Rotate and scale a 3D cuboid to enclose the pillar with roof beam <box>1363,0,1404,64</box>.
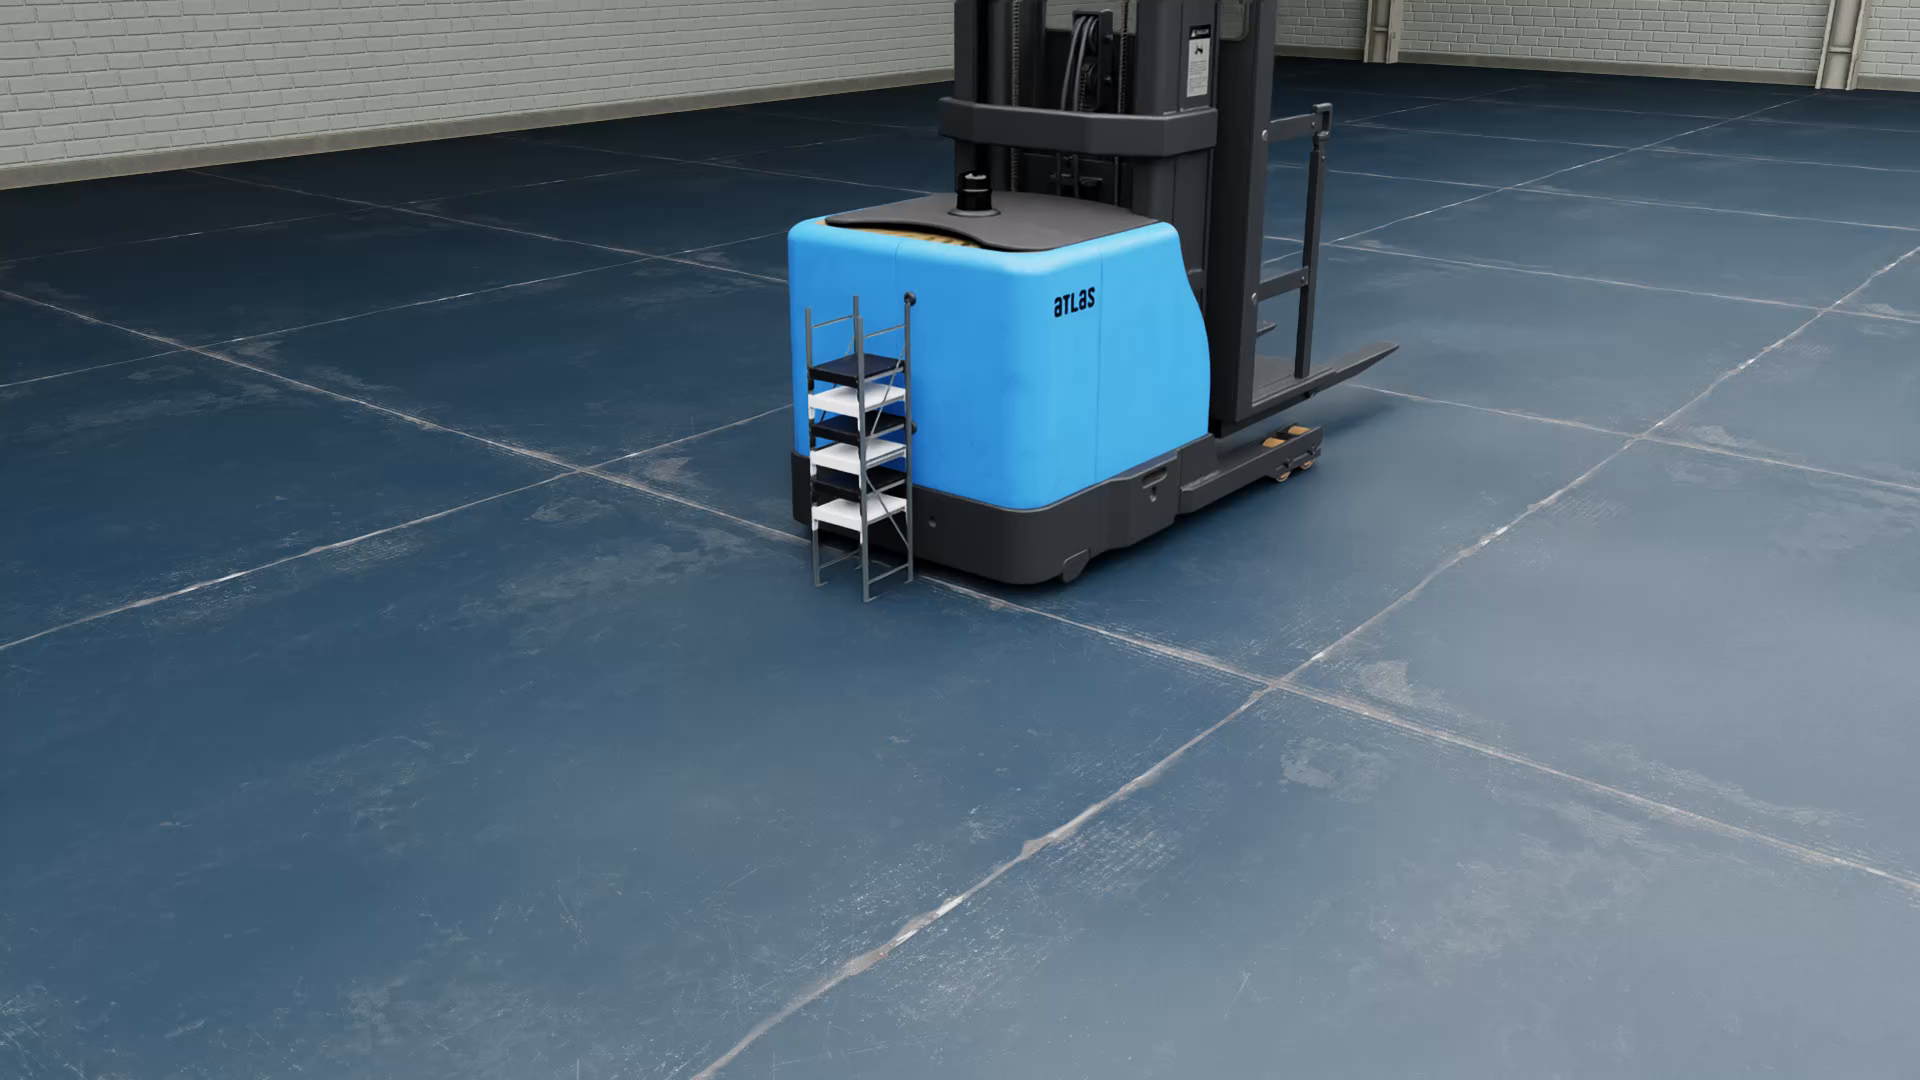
[{"bbox_3d":[3.308,-9.884,19.124,0.400,9.000,9.100,16,26,36],"label":"pillar with roof beam"}]

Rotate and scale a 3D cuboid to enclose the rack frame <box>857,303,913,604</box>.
[{"bbox_3d":[-0.225,-0.258,5.077,0.006,0.900,0.240,15,25,34],"label":"rack frame"}]

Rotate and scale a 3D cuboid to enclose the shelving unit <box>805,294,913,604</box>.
[{"bbox_3d":[-0.306,-0.280,5.135,0.210,0.900,0.258,15,25,34],"label":"shelving unit"}]

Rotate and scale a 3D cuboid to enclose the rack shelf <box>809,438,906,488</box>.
[{"bbox_3d":[-0.306,-0.249,5.147,0.200,0.077,0.258,15,25,34],"label":"rack shelf"}]

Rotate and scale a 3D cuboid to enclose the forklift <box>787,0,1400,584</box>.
[{"bbox_3d":[0.739,-1.685,5.982,1.130,2.935,3.031,16,26,36],"label":"forklift"}]

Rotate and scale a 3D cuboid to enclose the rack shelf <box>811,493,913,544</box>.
[{"bbox_3d":[-0.306,-0.080,5.210,0.200,0.077,0.258,15,25,34],"label":"rack shelf"}]

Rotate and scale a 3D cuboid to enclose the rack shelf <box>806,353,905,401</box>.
[{"bbox_3d":[-0.306,-0.501,5.051,0.200,0.077,0.258,15,25,34],"label":"rack shelf"}]

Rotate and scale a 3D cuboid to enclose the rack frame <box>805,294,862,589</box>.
[{"bbox_3d":[-0.387,-0.302,5.192,0.006,0.900,0.240,15,25,34],"label":"rack frame"}]

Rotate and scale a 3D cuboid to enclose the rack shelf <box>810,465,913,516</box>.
[{"bbox_3d":[-0.306,-0.164,5.178,0.200,0.077,0.258,15,25,34],"label":"rack shelf"}]

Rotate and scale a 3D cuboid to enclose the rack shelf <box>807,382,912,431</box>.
[{"bbox_3d":[-0.306,-0.417,5.083,0.200,0.077,0.258,15,25,34],"label":"rack shelf"}]

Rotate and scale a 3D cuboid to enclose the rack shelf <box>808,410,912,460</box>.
[{"bbox_3d":[-0.306,-0.333,5.115,0.200,0.077,0.258,15,25,34],"label":"rack shelf"}]

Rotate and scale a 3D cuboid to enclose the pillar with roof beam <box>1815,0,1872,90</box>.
[{"bbox_3d":[7.956,-8.545,15.574,0.400,9.000,9.100,16,26,36],"label":"pillar with roof beam"}]
